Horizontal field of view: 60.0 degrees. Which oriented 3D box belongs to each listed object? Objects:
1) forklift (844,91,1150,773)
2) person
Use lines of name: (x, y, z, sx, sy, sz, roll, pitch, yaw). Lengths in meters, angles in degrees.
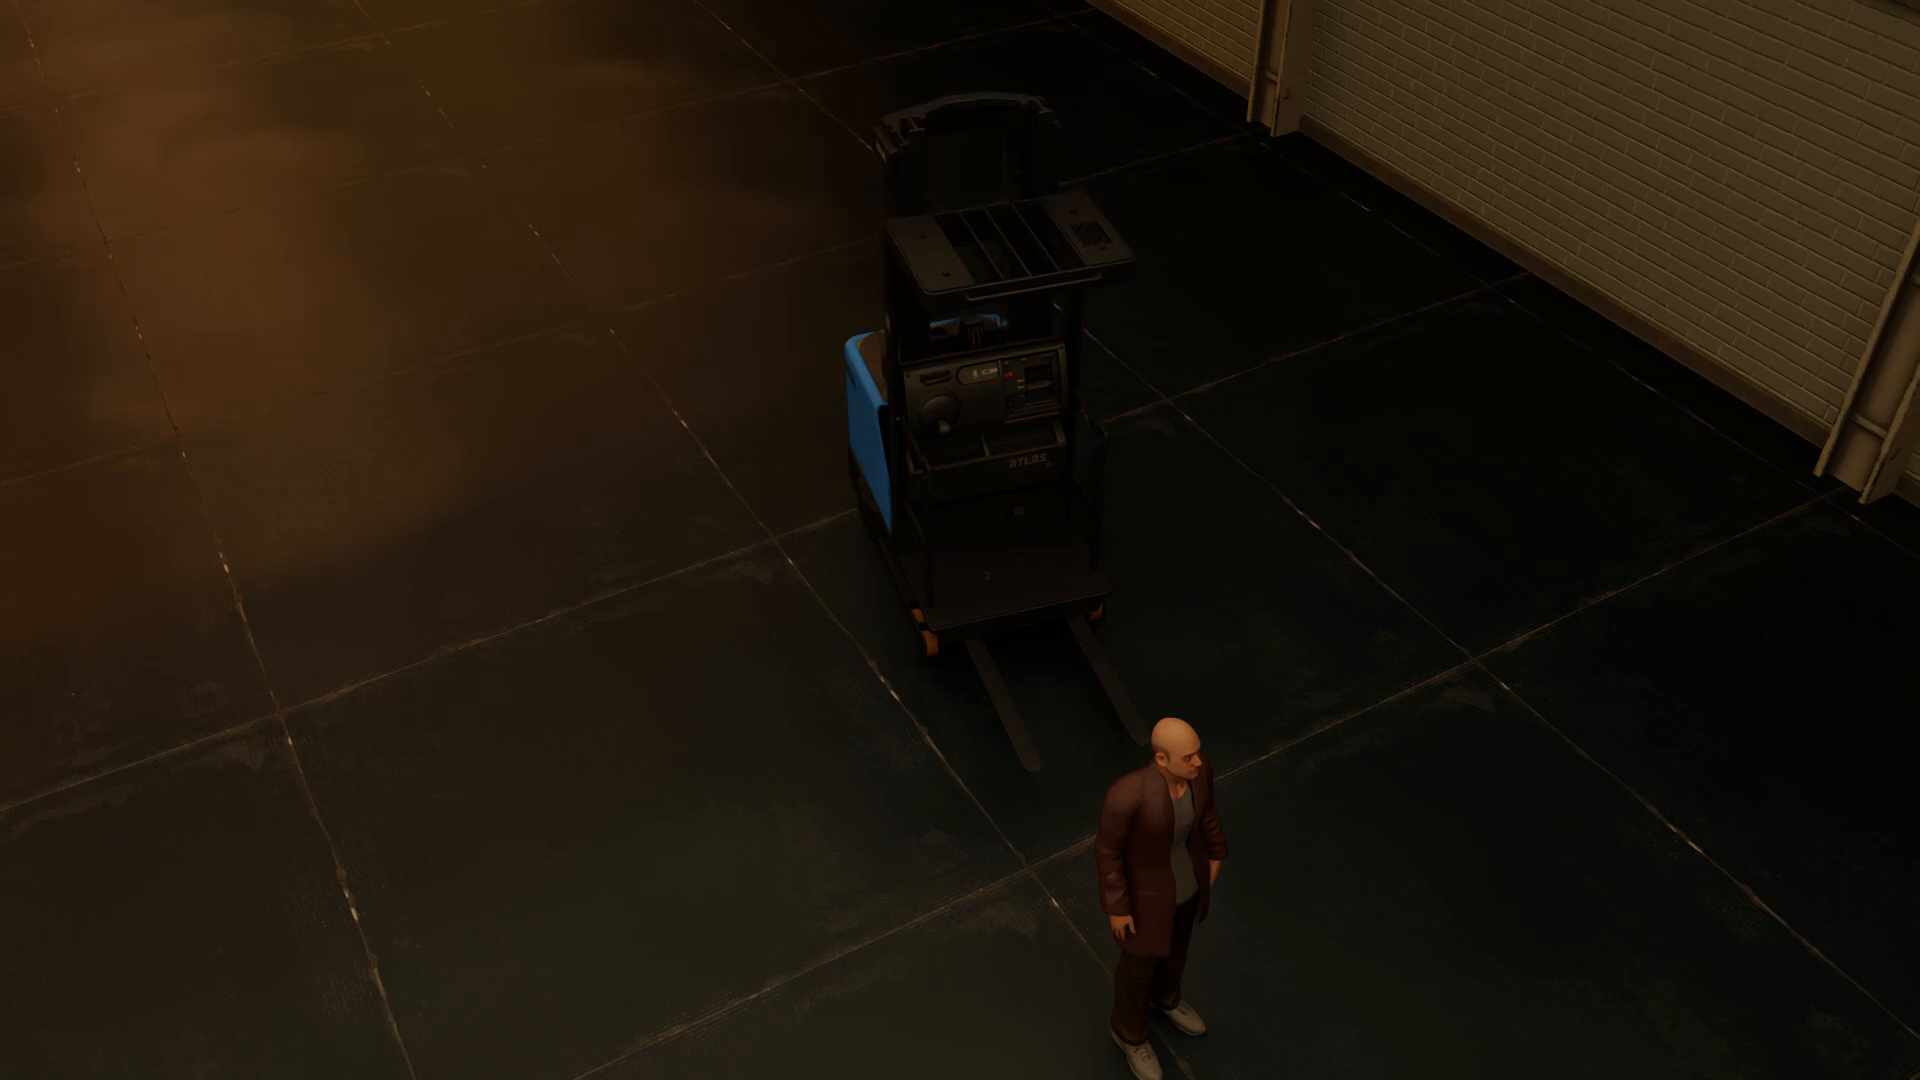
forklift: (0.214, -0.747, 8.937, 1.130, 2.935, 3.031, -12, 41, -14)
person: (0.923, 1.517, 7.107, 0.690, 1.783, 0.559, -25, 46, -27)
